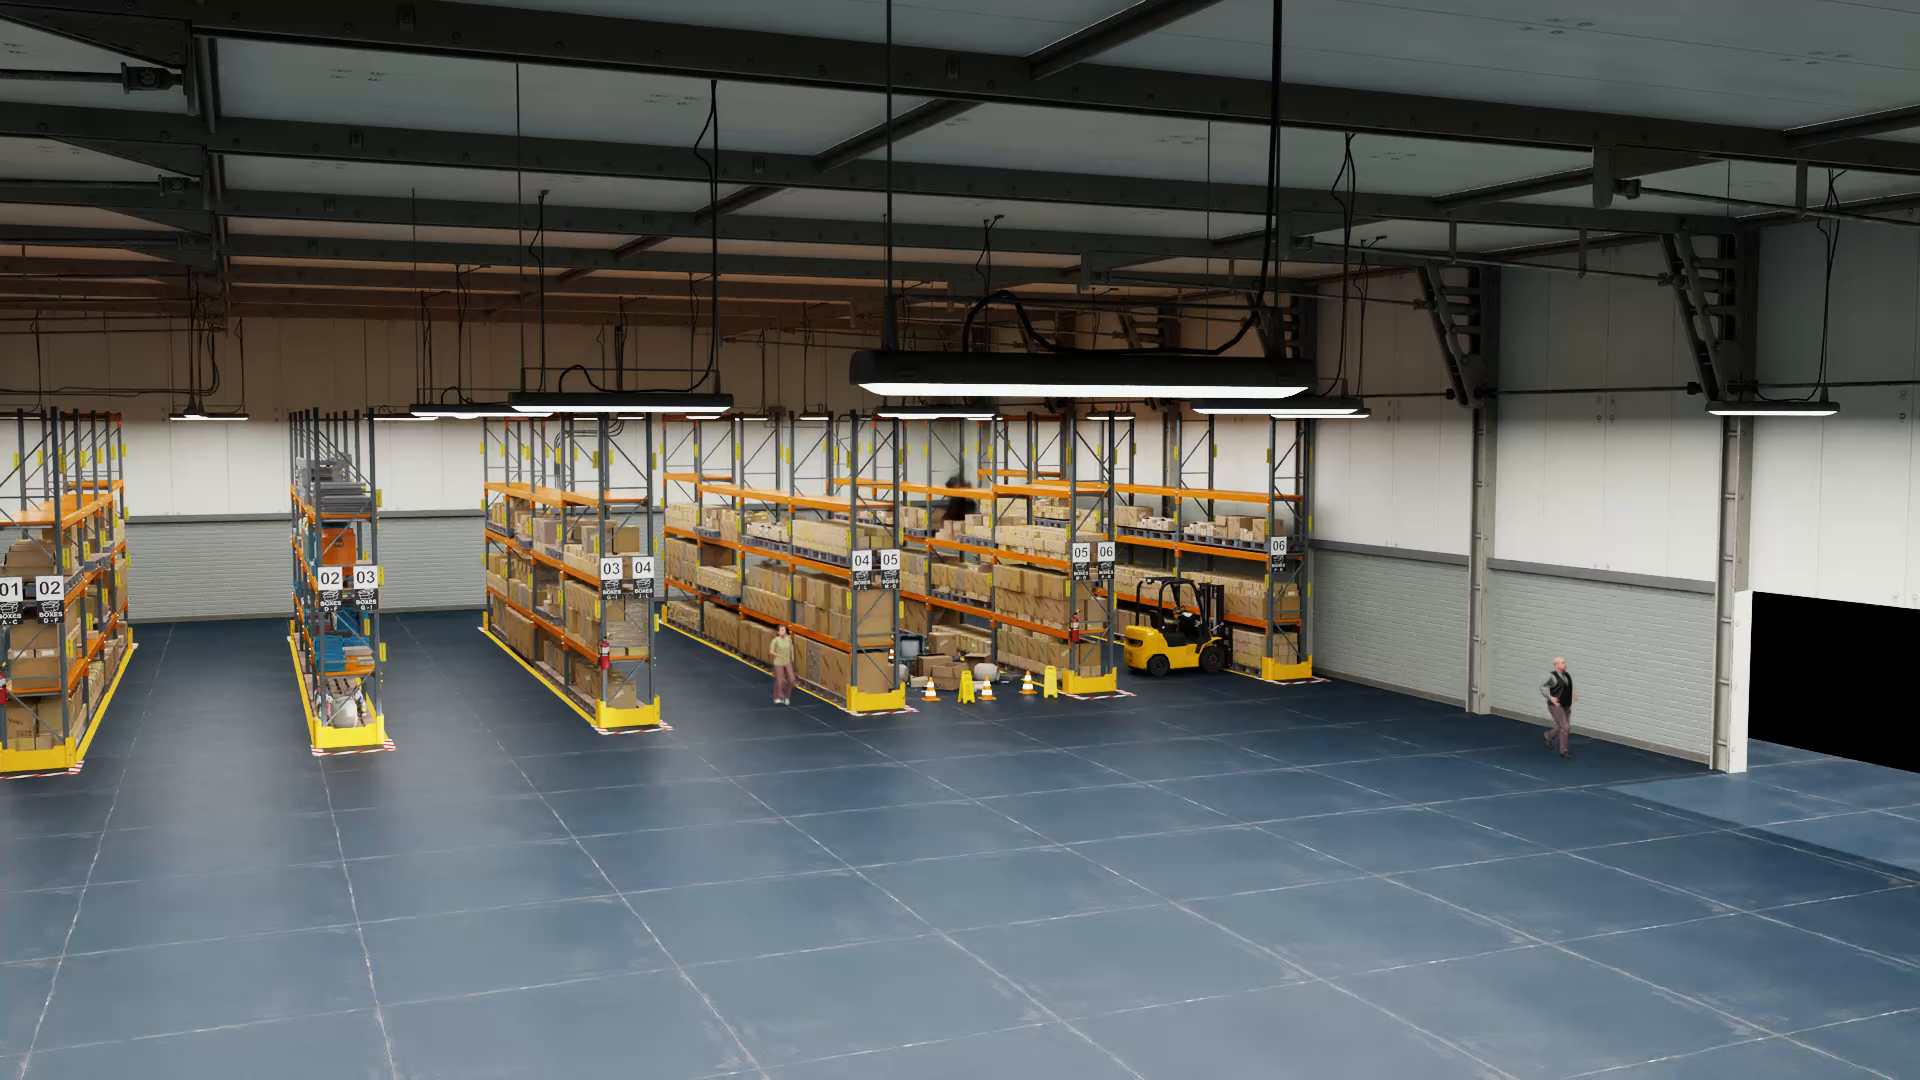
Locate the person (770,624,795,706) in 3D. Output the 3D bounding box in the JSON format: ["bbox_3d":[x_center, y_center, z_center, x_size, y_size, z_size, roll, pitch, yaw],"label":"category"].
[{"bbox_3d":[-3.576,2.541,33.672,0.605,1.678,0.647,-3,5,-32],"label":"person"}]

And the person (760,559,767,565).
[{"bbox_3d":[-5.963,1.402,50.500,0.561,1.590,0.586,-1,4,-20],"label":"person"}]

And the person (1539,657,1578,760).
[{"bbox_3d":[10.267,2.868,28.571,0.669,1.716,0.767,-2,5,-31],"label":"person"}]
